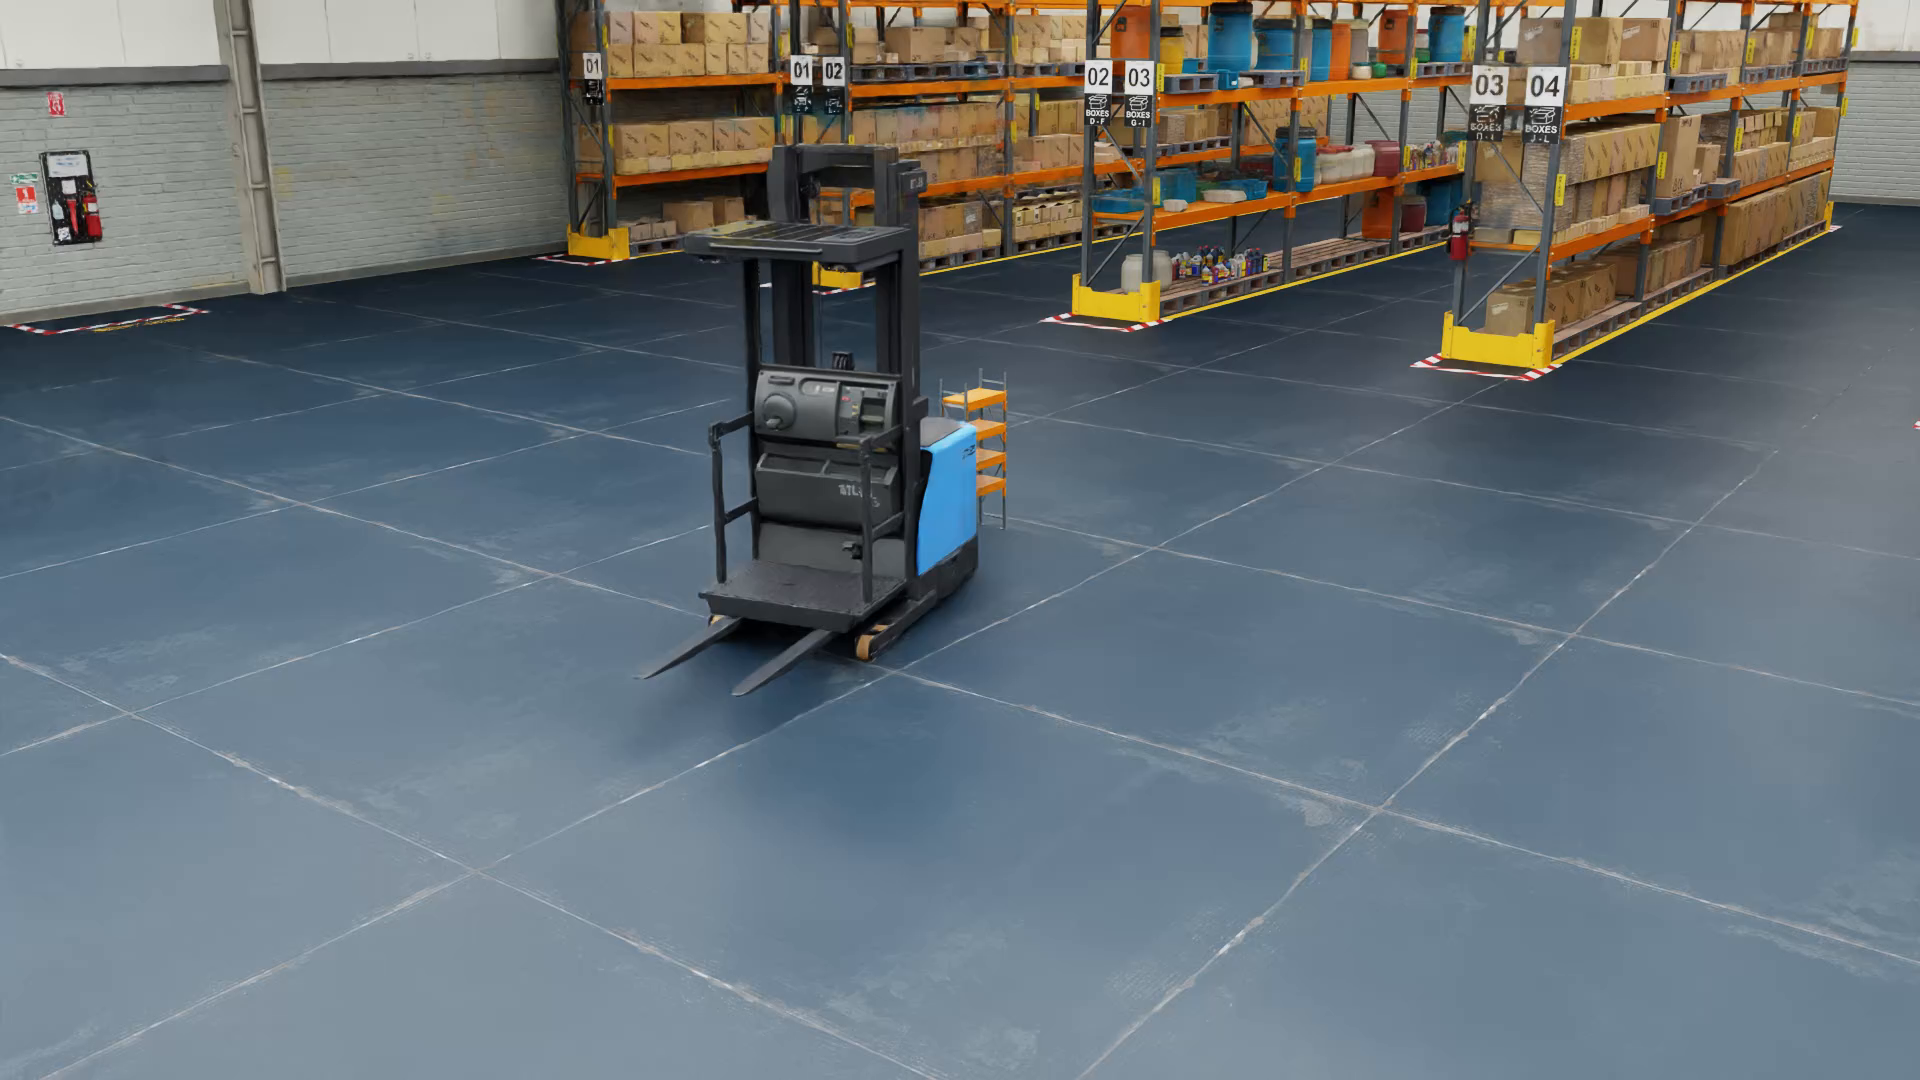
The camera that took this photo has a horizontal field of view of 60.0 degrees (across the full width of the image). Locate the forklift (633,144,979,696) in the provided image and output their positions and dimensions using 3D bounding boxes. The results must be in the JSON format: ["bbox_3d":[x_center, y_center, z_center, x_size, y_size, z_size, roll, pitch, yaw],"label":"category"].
[{"bbox_3d":[-0.901,-0.813,9.921,1.130,2.935,3.031,7,19,21],"label":"forklift"}]

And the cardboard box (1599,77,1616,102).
[{"bbox_3d":[7.080,-5.104,18.818,0.500,0.250,0.500,12,21,34],"label":"cardboard box"}]

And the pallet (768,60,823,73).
[{"bbox_3d":[-3.113,-8.483,29.761,1.213,0.211,1.003,12,21,35],"label":"pallet"}]

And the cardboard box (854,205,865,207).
[{"bbox_3d":[-2.244,-6.575,31.830,0.700,0.500,0.500,12,21,34],"label":"cardboard box"}]

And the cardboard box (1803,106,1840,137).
[{"bbox_3d":[15.439,-7.510,29.857,0.500,0.500,0.500,13,21,35],"label":"cardboard box"}]

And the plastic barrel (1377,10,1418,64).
[{"bbox_3d":[7.114,-8.187,27.058,0.600,0.830,0.708,12,21,35],"label":"plastic barrel"}]

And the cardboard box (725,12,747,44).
[{"bbox_3d":[-3.967,-8.679,28.187,0.500,0.500,0.500,14,22,38],"label":"cardboard box"}]

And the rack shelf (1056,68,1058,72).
[{"bbox_3d":[2.392,-10.482,37.097,1.077,0.370,4.000,12,21,35],"label":"rack shelf"}]

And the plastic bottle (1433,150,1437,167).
[{"bbox_3d":[8.070,-6.496,28.322,0.097,0.271,0.097,0,17,0],"label":"plastic bottle"}]

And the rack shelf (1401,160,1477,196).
[{"bbox_3d":[7.965,-6.347,28.836,1.077,0.370,4.000,12,21,35],"label":"rack shelf"}]

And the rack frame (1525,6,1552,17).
[{"bbox_3d":[11.540,-10.984,32.442,1.000,3.000,0.127,12,21,35],"label":"rack frame"}]

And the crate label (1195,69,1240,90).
[{"bbox_3d":[3.387,-6.057,21.885,0.502,0.251,0.408,12,21,35],"label":"crate label"}]

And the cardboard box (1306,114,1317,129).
[{"bbox_3d":[7.210,-8.764,35.240,0.500,0.500,0.500,13,21,35],"label":"cardboard box"}]

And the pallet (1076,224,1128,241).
[{"bbox_3d":[2.276,-5.569,29.821,1.003,0.211,1.213,12,21,35],"label":"pallet"}]

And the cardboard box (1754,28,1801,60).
[{"bbox_3d":[13.553,-8.217,27.543,0.700,0.500,0.500,11,20,31],"label":"cardboard box"}]

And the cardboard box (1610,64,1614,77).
[{"bbox_3d":[7.248,-5.381,19.035,0.380,0.149,0.250,12,21,34],"label":"cardboard box"}]

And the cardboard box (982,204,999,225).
[{"bbox_3d":[0.425,-5.440,27.685,0.500,0.311,0.500,12,21,35],"label":"cardboard box"}]

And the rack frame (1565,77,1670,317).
[{"bbox_3d":[8.368,-4.386,21.309,1.000,3.000,0.127,12,21,35],"label":"rack frame"}]

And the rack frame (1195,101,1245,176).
[{"bbox_3d":[5.181,-8.043,33.085,1.000,3.000,0.127,12,21,35],"label":"rack frame"}]

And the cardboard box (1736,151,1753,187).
[{"bbox_3d":[11.565,-5.577,24.977,0.500,0.500,0.500,12,21,33],"label":"cardboard box"}]

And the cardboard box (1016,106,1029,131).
[{"bbox_3d":[1.128,-8.962,35.341,0.500,0.500,0.500,12,21,34],"label":"cardboard box"}]

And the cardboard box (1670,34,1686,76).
[{"bbox_3d":[8.727,-6.163,21.091,0.797,0.503,0.637,11,20,32],"label":"cardboard box"}]

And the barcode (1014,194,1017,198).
[{"bbox_3d":[0.901,-5.599,27.071,0.001,0.075,0.075,12,21,35],"label":"barcode"}]

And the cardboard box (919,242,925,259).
[{"bbox_3d":[-0.878,-4.399,25.280,0.500,0.250,0.500,12,21,35],"label":"cardboard box"}]

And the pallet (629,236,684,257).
[{"bbox_3d":[-5.392,-4.933,27.772,1.003,0.211,1.213,12,21,35],"label":"pallet"}]

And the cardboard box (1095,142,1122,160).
[{"bbox_3d":[2.546,-6.969,29.776,0.500,0.311,0.500,14,22,38],"label":"cardboard box"}]

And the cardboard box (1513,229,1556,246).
[{"bbox_3d":[6.346,-3.339,18.362,0.380,0.149,0.250,12,21,35],"label":"cardboard box"}]

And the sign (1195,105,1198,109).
[{"bbox_3d":[4.741,-8.550,33.259,0.100,0.325,0.005,12,21,35],"label":"sign"}]

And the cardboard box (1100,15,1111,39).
[{"bbox_3d":[3.060,-11.497,37.264,0.500,0.500,0.500,13,22,36],"label":"cardboard box"}]

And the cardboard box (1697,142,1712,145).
[{"bbox_3d":[10.462,-5.451,23.863,0.500,0.500,0.500,10,20,28],"label":"cardboard box"}]

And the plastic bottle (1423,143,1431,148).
[{"bbox_3d":[8.357,-6.977,29.863,0.152,0.276,0.135,12,21,35],"label":"plastic bottle"}]

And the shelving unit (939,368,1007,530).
[{"bbox_3d":[0.099,-0.612,12.193,0.258,1.200,0.503,12,21,35],"label":"shelving unit"}]

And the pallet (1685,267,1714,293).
[{"bbox_3d":[10.284,-3.821,24.192,1.003,0.211,1.213,12,21,35],"label":"pallet"}]

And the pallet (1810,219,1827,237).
[{"bbox_3d":[15.104,-5.708,30.269,1.003,0.211,1.213,12,21,35],"label":"pallet"}]

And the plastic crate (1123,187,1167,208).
[{"bbox_3d":[2.456,-4.563,22.131,0.499,0.251,0.408,12,21,35],"label":"plastic crate"}]

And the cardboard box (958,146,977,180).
[{"bbox_3d":[-0.154,-5.951,26.182,0.700,0.500,0.500,12,21,34],"label":"cardboard box"}]

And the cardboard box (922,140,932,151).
[{"bbox_3d":[-0.646,-5.963,25.127,0.380,0.149,0.250,13,21,35],"label":"cardboard box"}]

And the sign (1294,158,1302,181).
[{"bbox_3d":[4.825,-5.293,23.765,0.100,0.325,0.005,12,21,35],"label":"sign"}]

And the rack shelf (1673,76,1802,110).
[{"bbox_3d":[11.943,-6.904,25.573,1.077,0.370,4.000,12,21,35],"label":"rack shelf"}]

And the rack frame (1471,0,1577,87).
[{"bbox_3d":[5.984,-6.298,17.352,1.000,3.000,0.127,12,21,35],"label":"rack frame"}]

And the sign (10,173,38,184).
[{"bbox_3d":[-11.708,-4.524,20.800,0.001,0.109,0.331,12,21,35],"label":"sign"}]

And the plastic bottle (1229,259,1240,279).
[{"bbox_3d":[3.831,-3.805,23.291,0.152,0.276,0.135,13,21,36],"label":"plastic bottle"}]

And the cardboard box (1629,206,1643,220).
[{"bbox_3d":[8.319,-4.105,20.828,0.380,0.149,0.250,12,21,35],"label":"cardboard box"}]

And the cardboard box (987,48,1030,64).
[{"bbox_3d":[0.789,-7.844,26.931,0.500,0.250,0.500,15,23,40],"label":"cardboard box"}]

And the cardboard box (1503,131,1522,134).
[{"bbox_3d":[6.407,-4.395,18.983,0.500,0.500,0.500,12,21,35],"label":"cardboard box"}]

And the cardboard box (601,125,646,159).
[{"bbox_3d":[-5.424,-6.416,26.800,0.500,0.500,0.500,12,21,35],"label":"cardboard box"}]

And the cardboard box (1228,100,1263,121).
[{"bbox_3d":[5.688,-8.630,33.123,0.500,0.500,0.500,13,22,36],"label":"cardboard box"}]

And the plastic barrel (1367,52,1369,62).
[{"bbox_3d":[6.342,-7.680,26.670,0.421,0.512,0.421,0,17,0],"label":"plastic barrel"}]

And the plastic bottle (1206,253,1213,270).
[{"bbox_3d":[3.586,-3.993,23.904,0.097,0.271,0.097,0,17,0],"label":"plastic bottle"}]

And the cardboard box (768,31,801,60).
[{"bbox_3d":[-3.176,-8.809,29.617,0.500,0.500,0.500,16,24,42],"label":"cardboard box"}]

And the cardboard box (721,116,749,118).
[{"bbox_3d":[-4.014,-7.233,29.431,0.500,0.500,0.500,12,21,33],"label":"cardboard box"}]

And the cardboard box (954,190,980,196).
[{"bbox_3d":[-0.112,-7.498,34.247,0.750,0.750,0.750,12,21,34],"label":"cardboard box"}]

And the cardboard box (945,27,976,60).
[{"bbox_3d":[-0.098,-7.812,26.170,0.500,0.500,0.500,15,22,39],"label":"cardboard box"}]

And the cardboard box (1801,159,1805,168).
[{"bbox_3d":[14.046,-6.371,28.126,0.380,0.149,0.250,12,21,33],"label":"cardboard box"}]

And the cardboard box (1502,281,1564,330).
[{"bbox_3d":[6.699,-2.734,19.497,0.500,0.500,0.500,-13,22,-36],"label":"cardboard box"}]

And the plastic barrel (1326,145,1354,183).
[{"bbox_3d":[5.831,-5.793,25.611,0.433,0.535,0.433,0,17,0],"label":"plastic barrel"}]
